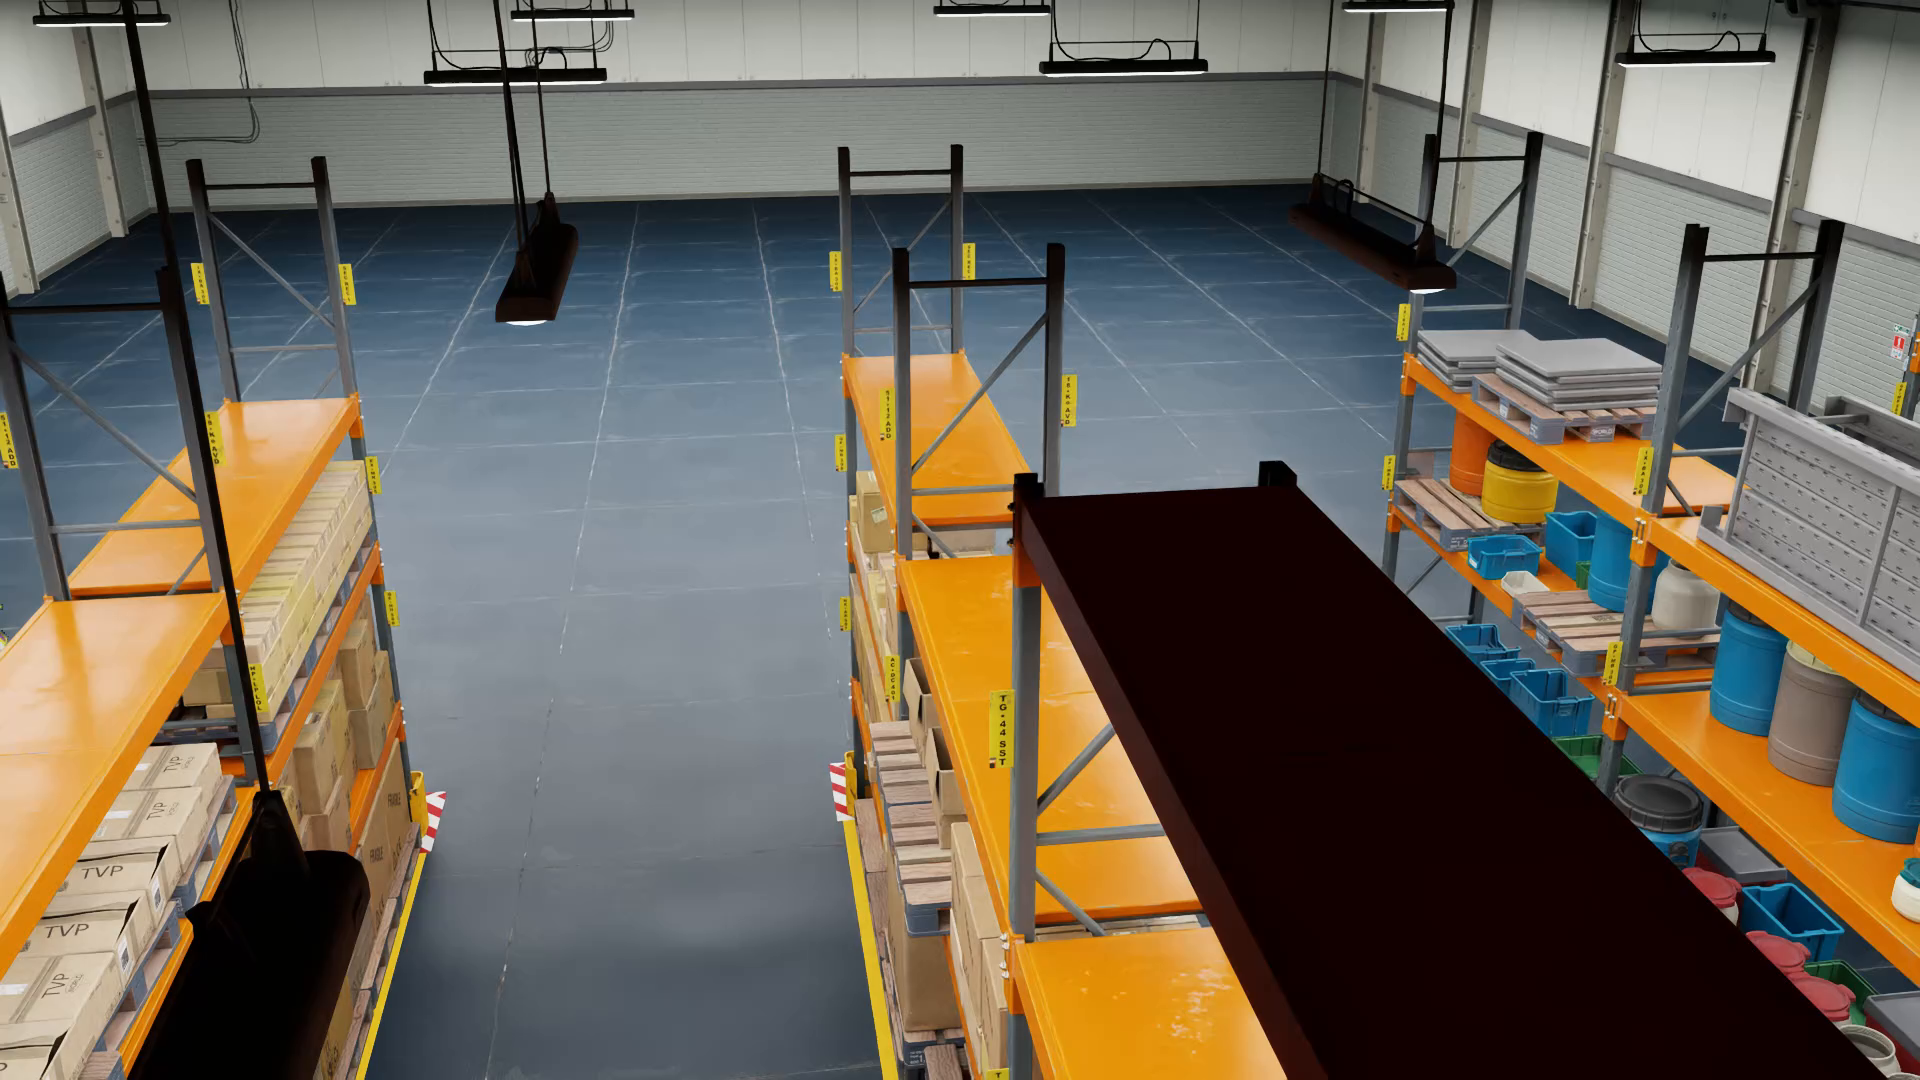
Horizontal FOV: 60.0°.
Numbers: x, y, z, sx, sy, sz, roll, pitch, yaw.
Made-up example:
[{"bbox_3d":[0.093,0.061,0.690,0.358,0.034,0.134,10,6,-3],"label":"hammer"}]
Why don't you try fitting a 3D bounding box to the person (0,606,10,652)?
[{"bbox_3d":[-9.191,1.370,15.827,1.019,1.728,0.573,-13,25,-29],"label":"person"}]
